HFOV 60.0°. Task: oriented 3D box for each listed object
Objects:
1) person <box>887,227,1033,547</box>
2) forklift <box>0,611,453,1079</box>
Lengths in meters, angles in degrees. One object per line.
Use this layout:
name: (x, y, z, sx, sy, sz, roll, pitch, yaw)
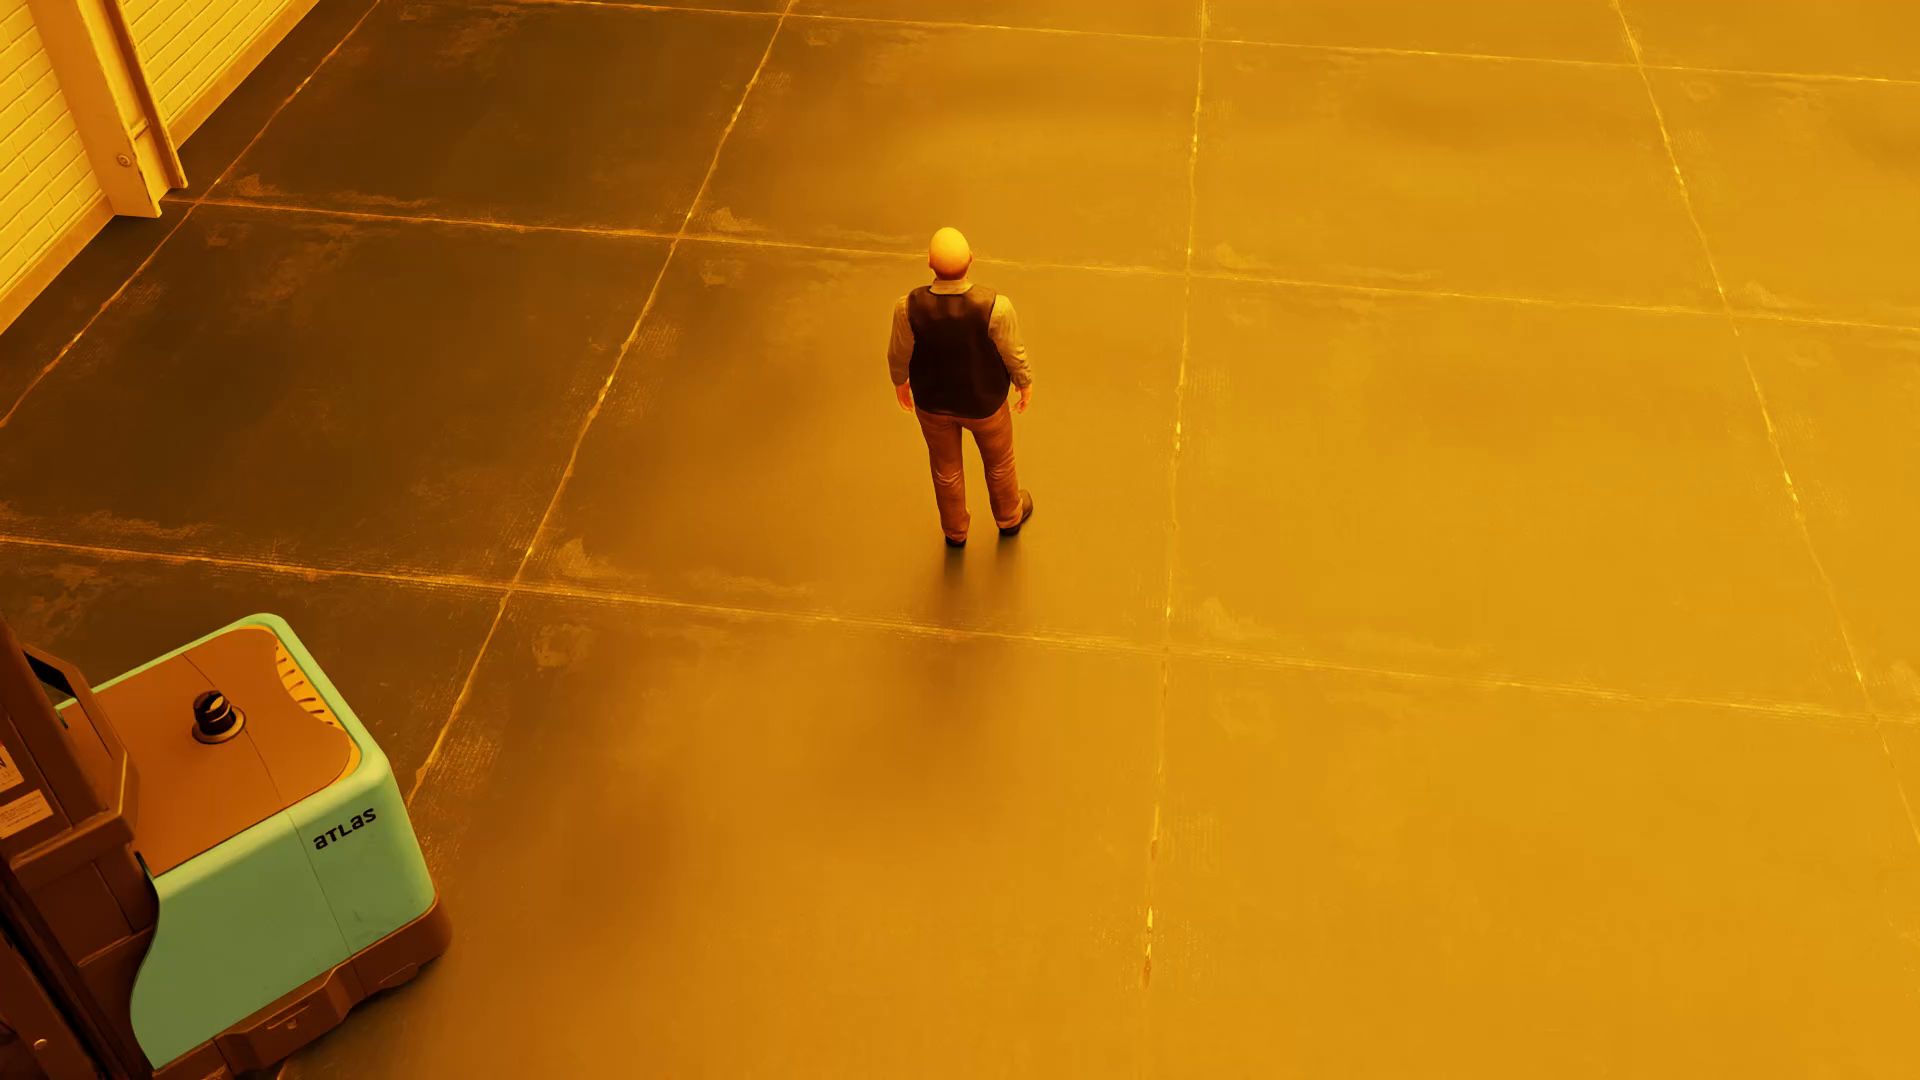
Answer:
person: (0.016, -0.680, 7.348, 0.632, 1.720, 0.568, 5, 43, 6)
forklift: (-3.345, 0.839, 4.811, 3.031, 2.935, 1.130, -29, 50, -28)
